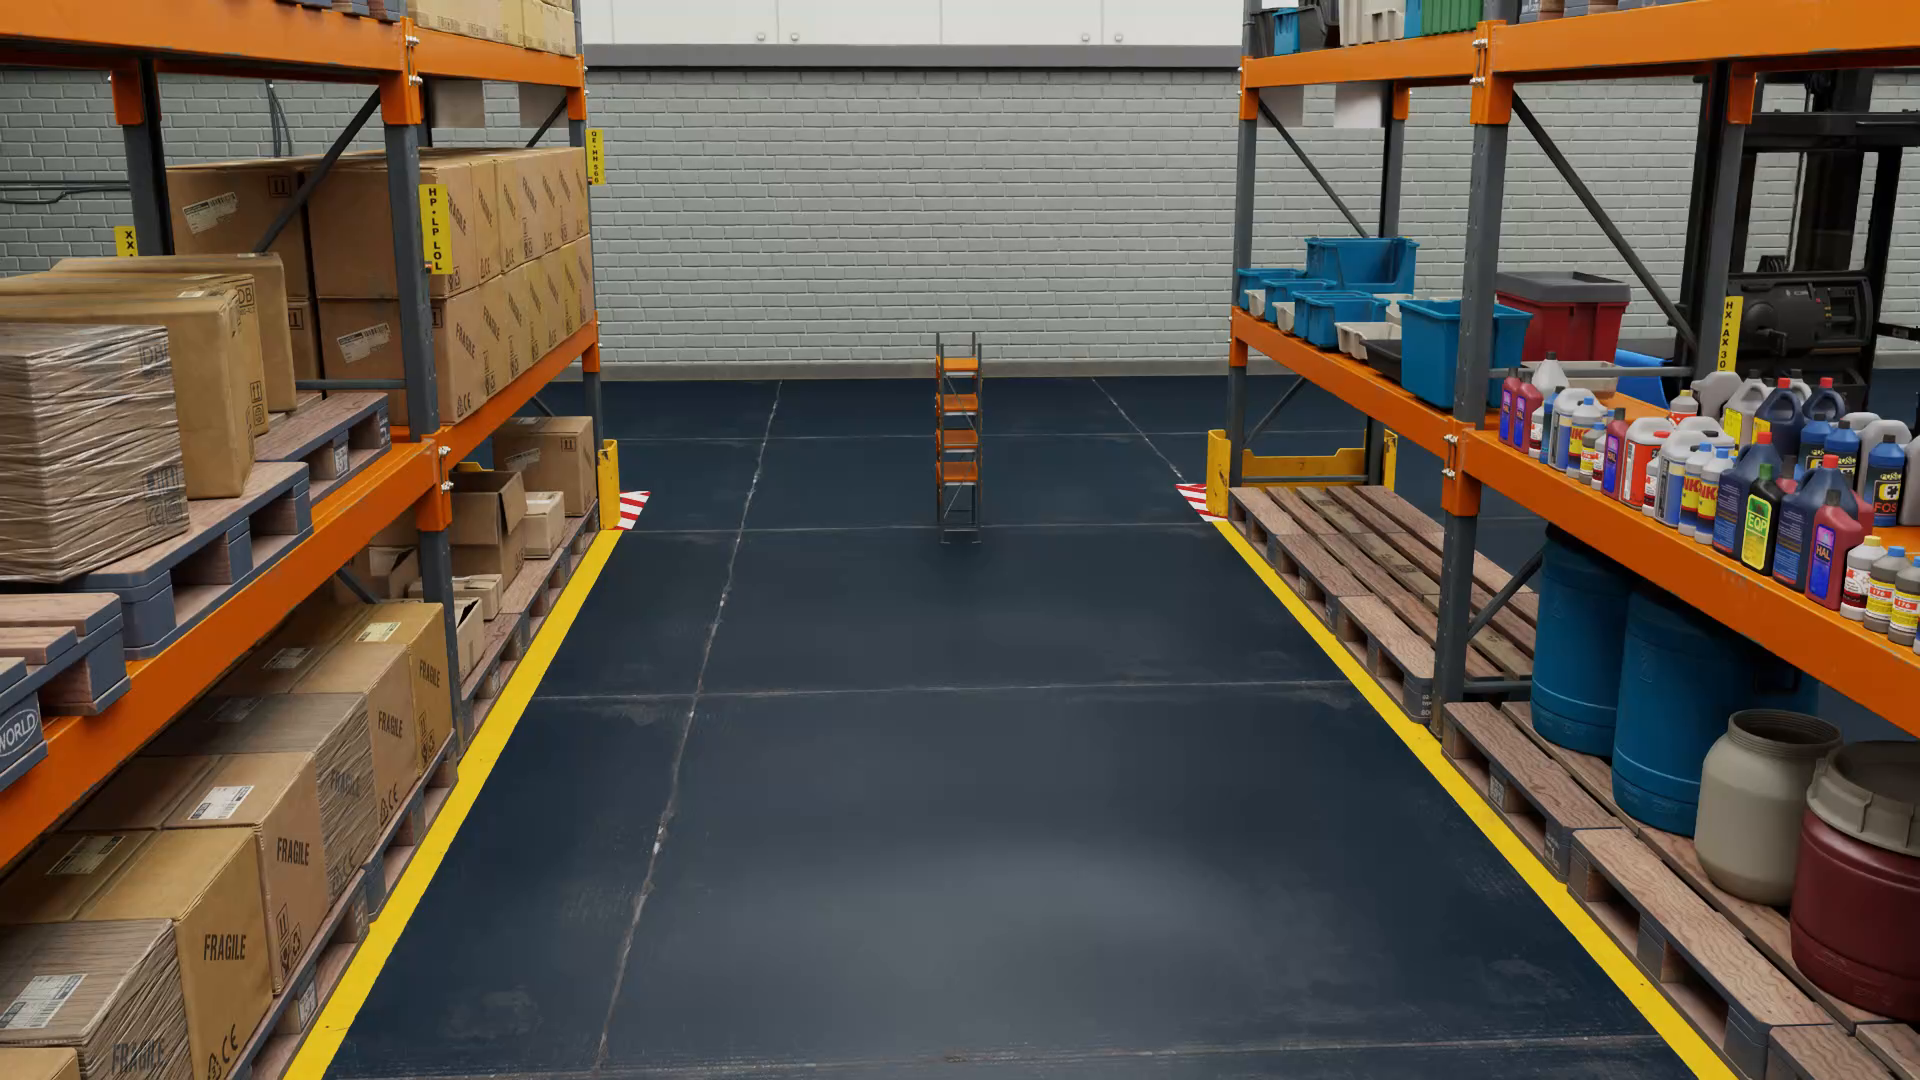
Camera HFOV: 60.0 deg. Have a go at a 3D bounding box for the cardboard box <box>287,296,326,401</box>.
[{"bbox_3d":[-2.773,-0.743,6.695,0.500,0.500,0.500,-1,14,-3],"label":"cardboard box"}]

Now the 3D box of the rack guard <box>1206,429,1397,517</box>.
[{"bbox_3d":[2.196,-0.440,10.733,1.175,0.500,0.348,-1,14,-3],"label":"rack guard"}]

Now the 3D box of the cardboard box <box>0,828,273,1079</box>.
[{"bbox_3d":[-2.250,1.339,2.833,1.136,0.551,3.017,-1,14,-5],"label":"cardboard box"}]

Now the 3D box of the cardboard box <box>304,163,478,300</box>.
[{"bbox_3d":[-2.234,-1.229,6.575,0.500,0.500,0.500,-1,14,-2],"label":"cardboard box"}]

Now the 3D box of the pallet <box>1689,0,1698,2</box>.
[{"bbox_3d":[2.678,-1.536,4.335,1.003,0.211,1.213,-1,14,-3],"label":"pallet"}]

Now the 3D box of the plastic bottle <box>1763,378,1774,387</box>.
[{"bbox_3d":[2.866,-0.444,5.965,0.061,0.283,0.133,-1,14,-3],"label":"plastic bottle"}]

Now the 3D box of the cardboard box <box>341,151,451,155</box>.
[{"bbox_3d":[-2.903,-1.733,8.535,0.500,0.500,0.500,-1,14,-3],"label":"cardboard box"}]

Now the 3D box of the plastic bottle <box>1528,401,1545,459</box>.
[{"bbox_3d":[2.089,-0.394,5.938,0.097,0.201,0.097,0,14,0],"label":"plastic bottle"}]

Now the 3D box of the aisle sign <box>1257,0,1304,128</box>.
[{"bbox_3d":[1.910,-2.917,10.127,0.394,0.787,0.004,-1,14,-3],"label":"aisle sign"}]

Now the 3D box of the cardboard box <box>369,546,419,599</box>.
[{"bbox_3d":[-2.850,0.191,7.778,0.500,0.311,0.500,-1,14,-3],"label":"cardboard box"}]

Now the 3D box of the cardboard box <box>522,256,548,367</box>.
[{"bbox_3d":[-2.342,-1.132,8.206,0.500,0.500,0.500,-1,14,-4],"label":"cardboard box"}]

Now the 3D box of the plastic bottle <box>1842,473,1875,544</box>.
[{"bbox_3d":[2.317,-0.025,4.339,0.061,0.283,0.133,-1,14,-3],"label":"plastic bottle"}]

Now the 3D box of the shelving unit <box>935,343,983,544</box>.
[{"bbox_3d":[-0.010,-0.622,10.035,0.258,1.200,0.499,-1,14,-3],"label":"shelving unit"}]

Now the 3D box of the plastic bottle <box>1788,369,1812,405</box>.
[{"bbox_3d":[2.842,-0.403,5.670,0.144,0.351,0.185,-1,14,-3],"label":"plastic bottle"}]

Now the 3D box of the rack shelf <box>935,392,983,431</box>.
[{"bbox_3d":[-0.010,-0.774,9.998,0.258,0.148,0.480,-1,14,-3],"label":"rack shelf"}]

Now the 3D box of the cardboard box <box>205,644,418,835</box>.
[{"bbox_3d":[-2.147,0.664,5.558,0.500,0.500,0.500,-1,14,-3],"label":"cardboard box"}]

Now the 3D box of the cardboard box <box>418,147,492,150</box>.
[{"bbox_3d":[-2.969,-1.988,9.524,0.500,0.500,0.500,0,14,-2],"label":"cardboard box"}]

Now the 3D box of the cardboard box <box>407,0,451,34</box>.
[{"bbox_3d":[-2.269,-2.079,6.369,0.500,0.250,0.500,-1,14,-3],"label":"cardboard box"}]

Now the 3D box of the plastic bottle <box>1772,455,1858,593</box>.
[{"bbox_3d":[2.216,-0.050,4.299,0.144,0.351,0.185,-1,14,-3],"label":"plastic bottle"}]

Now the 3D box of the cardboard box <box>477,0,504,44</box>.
[{"bbox_3d":[-2.325,-2.328,7.336,0.500,0.250,0.500,-1,14,-3],"label":"cardboard box"}]

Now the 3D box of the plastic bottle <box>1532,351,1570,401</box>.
[{"bbox_3d":[2.159,-0.524,6.140,0.144,0.351,0.185,-1,14,-3],"label":"plastic bottle"}]

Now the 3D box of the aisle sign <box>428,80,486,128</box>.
[{"bbox_3d":[-3.031,-2.841,9.830,0.394,0.787,0.004,-1,14,-3],"label":"aisle sign"}]

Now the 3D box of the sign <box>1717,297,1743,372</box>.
[{"bbox_3d":[3.008,-0.792,6.530,0.100,0.325,0.005,-1,14,-3],"label":"sign"}]

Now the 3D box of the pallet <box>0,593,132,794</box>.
[{"bbox_3d":[-2.350,0.346,3.048,1.213,0.211,1.003,-1,14,-3],"label":"pallet"}]

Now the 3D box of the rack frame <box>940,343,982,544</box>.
[{"bbox_3d":[0.005,-0.562,9.801,0.240,1.200,0.015,-1,14,-3],"label":"rack frame"}]

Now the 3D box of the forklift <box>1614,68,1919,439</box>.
[{"bbox_3d":[4.798,-1.305,9.215,1.130,2.935,3.031,-3,15,-12],"label":"forklift"}]

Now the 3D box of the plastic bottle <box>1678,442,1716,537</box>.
[{"bbox_3d":[2.159,-0.149,4.846,0.097,0.271,0.097,0,14,0],"label":"plastic bottle"}]

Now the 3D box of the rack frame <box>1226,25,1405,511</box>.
[{"bbox_3d":[2.211,-1.645,10.399,1.000,3.000,0.127,-1,14,-3],"label":"rack frame"}]

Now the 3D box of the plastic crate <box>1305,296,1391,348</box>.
[{"bbox_3d":[1.998,-1.124,8.592,0.416,0.233,0.300,-1,14,-3],"label":"plastic crate"}]

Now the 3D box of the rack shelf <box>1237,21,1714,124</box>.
[{"bbox_3d":[2.335,-2.252,8.182,1.077,0.370,4.000,-1,14,-3],"label":"rack shelf"}]

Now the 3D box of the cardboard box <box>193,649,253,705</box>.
[{"bbox_3d":[-2.655,0.680,5.499,0.500,0.500,0.500,-1,14,-3],"label":"cardboard box"}]

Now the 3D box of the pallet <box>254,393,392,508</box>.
[{"bbox_3d":[-2.545,-0.281,5.484,1.003,0.211,1.213,-1,14,-3],"label":"pallet"}]

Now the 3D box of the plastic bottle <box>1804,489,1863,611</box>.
[{"bbox_3d":[2.185,0.023,4.151,0.061,0.283,0.133,-1,14,-3],"label":"plastic bottle"}]

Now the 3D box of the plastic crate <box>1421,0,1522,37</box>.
[{"bbox_3d":[2.131,-2.101,6.577,0.450,0.188,0.662,-1,14,-3],"label":"plastic crate"}]

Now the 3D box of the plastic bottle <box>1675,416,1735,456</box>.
[{"bbox_3d":[2.316,-0.241,5.192,0.152,0.276,0.135,-1,14,-3],"label":"plastic bottle"}]

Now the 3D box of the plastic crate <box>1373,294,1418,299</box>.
[{"bbox_3d":[2.442,-1.346,9.647,0.396,0.136,0.243,-1,14,-3],"label":"plastic crate"}]

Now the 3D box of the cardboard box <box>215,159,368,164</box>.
[{"bbox_3d":[-2.810,-1.356,7.071,0.500,0.500,0.500,-1,14,-5],"label":"cardboard box"}]

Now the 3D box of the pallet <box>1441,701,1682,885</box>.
[{"bbox_3d":[2.465,0.893,6.132,1.003,0.211,1.213,-1,14,-3],"label":"pallet"}]

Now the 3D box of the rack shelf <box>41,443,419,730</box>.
[{"bbox_3d":[-2.362,0.142,4.363,0.919,0.052,3.809,-1,14,-3],"label":"rack shelf"}]

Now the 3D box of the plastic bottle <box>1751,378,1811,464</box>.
[{"bbox_3d":[2.710,-0.354,5.483,0.144,0.351,0.185,-1,14,-3],"label":"plastic bottle"}]

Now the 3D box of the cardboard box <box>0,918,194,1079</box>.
[{"bbox_3d":[-2.019,1.170,3.592,0.500,0.500,0.500,-1,14,-5],"label":"cardboard box"}]

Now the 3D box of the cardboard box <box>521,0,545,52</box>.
[{"bbox_3d":[-2.374,-2.577,8.303,0.500,0.250,0.500,-1,14,-3],"label":"cardboard box"}]

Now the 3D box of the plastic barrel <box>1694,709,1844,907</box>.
[{"bbox_3d":[2.465,0.805,5.028,0.421,0.512,0.421,0,14,0],"label":"plastic barrel"}]

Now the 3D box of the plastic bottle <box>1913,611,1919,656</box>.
[{"bbox_3d":[2.228,0.130,3.760,0.097,0.271,0.097,0,14,0],"label":"plastic bottle"}]

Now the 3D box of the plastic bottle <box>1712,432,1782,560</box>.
[{"bbox_3d":[2.197,-0.129,4.607,0.144,0.351,0.185,-1,14,-3],"label":"plastic bottle"}]

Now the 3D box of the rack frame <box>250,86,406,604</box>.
[{"bbox_3d":[-2.489,-0.574,6.239,0.949,2.616,0.053,-1,14,-3],"label":"rack frame"}]

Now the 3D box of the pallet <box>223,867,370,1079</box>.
[{"bbox_3d":[-2.319,1.282,4.621,1.003,0.211,1.213,-1,14,-3],"label":"pallet"}]

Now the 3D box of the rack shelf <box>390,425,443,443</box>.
[{"bbox_3d":[-2.609,-0.853,8.229,0.919,0.052,3.809,-1,14,-3],"label":"rack shelf"}]

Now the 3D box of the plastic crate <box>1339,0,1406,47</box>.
[{"bbox_3d":[2.040,-2.484,7.880,0.437,0.282,0.530,-1,14,-3],"label":"plastic crate"}]

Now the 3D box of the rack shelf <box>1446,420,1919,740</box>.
[{"bbox_3d":[2.582,0.196,4.689,1.077,0.370,4.000,-1,14,-3],"label":"rack shelf"}]

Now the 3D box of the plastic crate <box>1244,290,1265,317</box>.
[{"bbox_3d":[1.835,-1.399,9.851,0.250,0.136,0.298,-1,14,-3],"label":"plastic crate"}]

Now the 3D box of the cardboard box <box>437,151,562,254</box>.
[{"bbox_3d":[-2.362,-1.741,8.566,0.500,0.500,0.500,0,14,-2],"label":"cardboard box"}]
